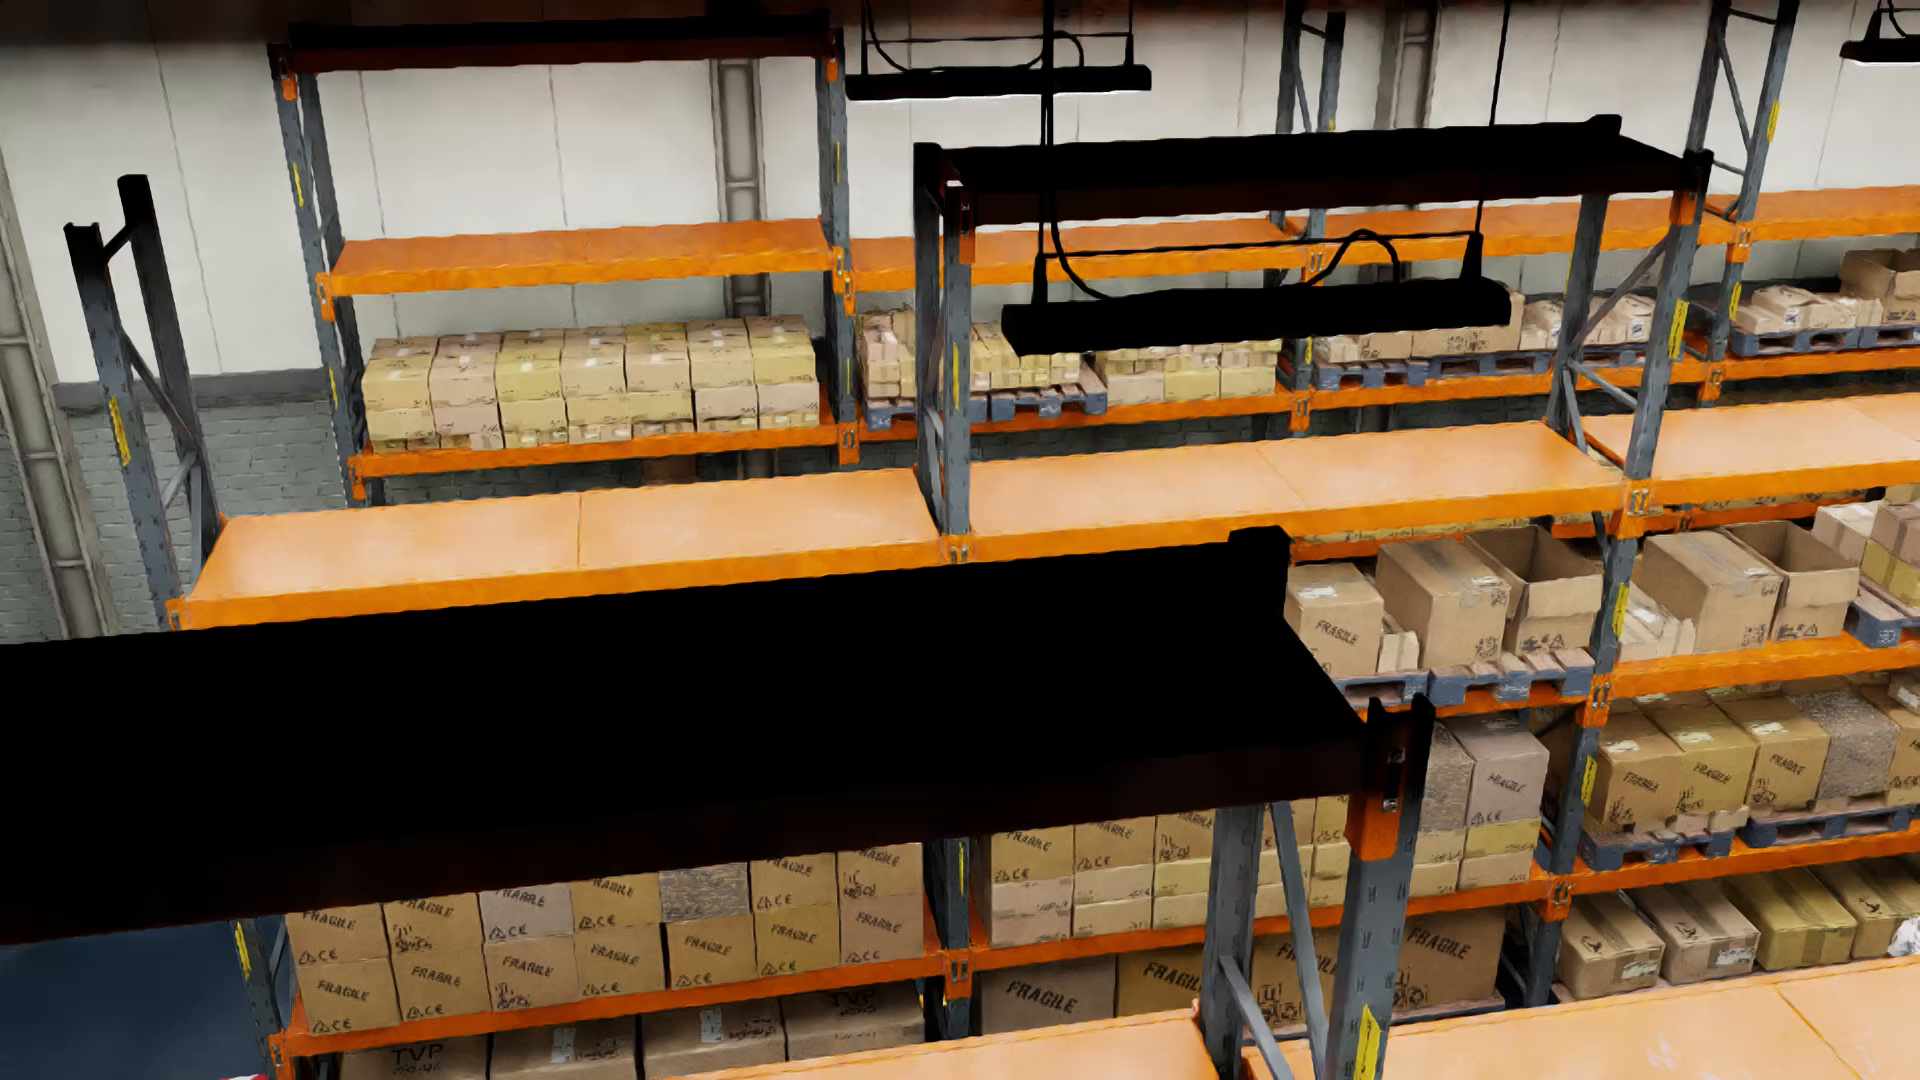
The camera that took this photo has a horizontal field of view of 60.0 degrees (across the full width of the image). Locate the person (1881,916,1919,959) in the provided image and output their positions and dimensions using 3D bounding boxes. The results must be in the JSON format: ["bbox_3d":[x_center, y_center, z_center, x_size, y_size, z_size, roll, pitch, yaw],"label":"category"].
[{"bbox_3d":[5.976,2.885,10.389,0.588,1.662,0.556,6,27,13],"label":"person"}]
